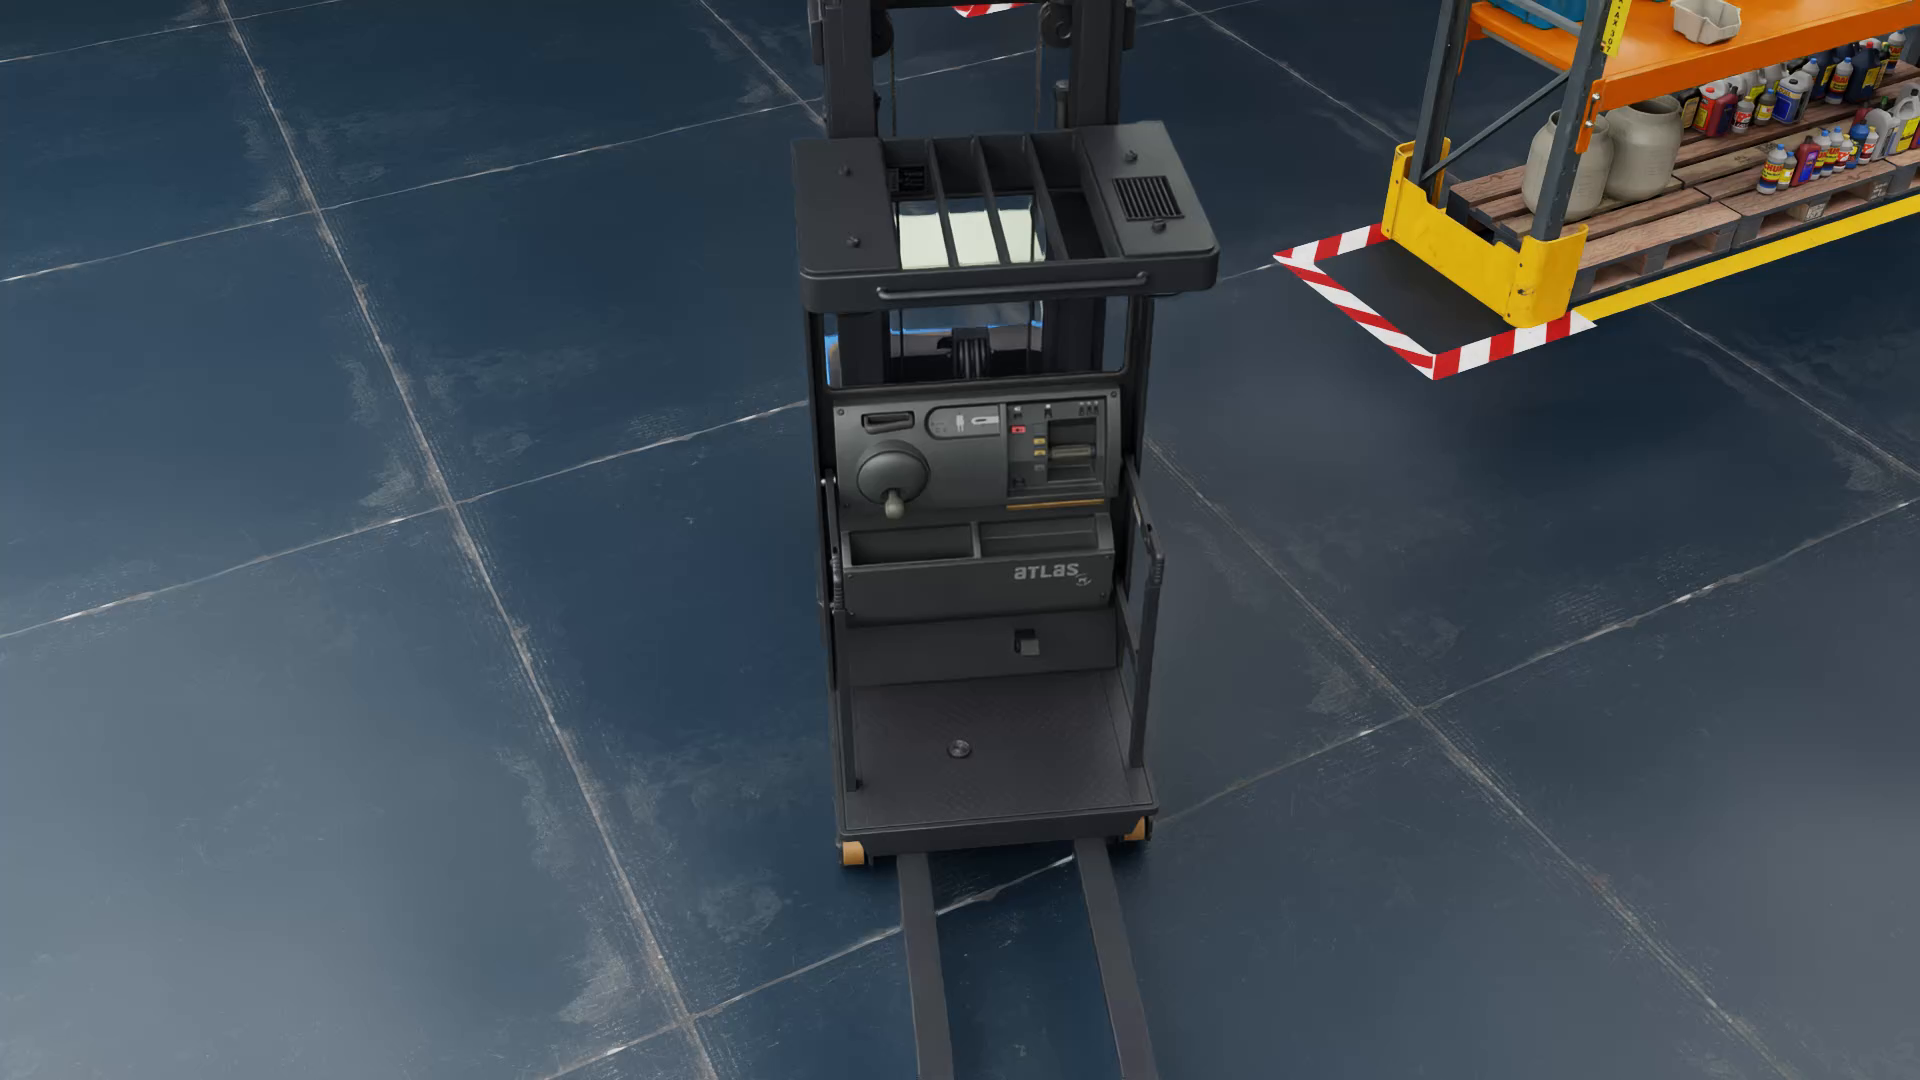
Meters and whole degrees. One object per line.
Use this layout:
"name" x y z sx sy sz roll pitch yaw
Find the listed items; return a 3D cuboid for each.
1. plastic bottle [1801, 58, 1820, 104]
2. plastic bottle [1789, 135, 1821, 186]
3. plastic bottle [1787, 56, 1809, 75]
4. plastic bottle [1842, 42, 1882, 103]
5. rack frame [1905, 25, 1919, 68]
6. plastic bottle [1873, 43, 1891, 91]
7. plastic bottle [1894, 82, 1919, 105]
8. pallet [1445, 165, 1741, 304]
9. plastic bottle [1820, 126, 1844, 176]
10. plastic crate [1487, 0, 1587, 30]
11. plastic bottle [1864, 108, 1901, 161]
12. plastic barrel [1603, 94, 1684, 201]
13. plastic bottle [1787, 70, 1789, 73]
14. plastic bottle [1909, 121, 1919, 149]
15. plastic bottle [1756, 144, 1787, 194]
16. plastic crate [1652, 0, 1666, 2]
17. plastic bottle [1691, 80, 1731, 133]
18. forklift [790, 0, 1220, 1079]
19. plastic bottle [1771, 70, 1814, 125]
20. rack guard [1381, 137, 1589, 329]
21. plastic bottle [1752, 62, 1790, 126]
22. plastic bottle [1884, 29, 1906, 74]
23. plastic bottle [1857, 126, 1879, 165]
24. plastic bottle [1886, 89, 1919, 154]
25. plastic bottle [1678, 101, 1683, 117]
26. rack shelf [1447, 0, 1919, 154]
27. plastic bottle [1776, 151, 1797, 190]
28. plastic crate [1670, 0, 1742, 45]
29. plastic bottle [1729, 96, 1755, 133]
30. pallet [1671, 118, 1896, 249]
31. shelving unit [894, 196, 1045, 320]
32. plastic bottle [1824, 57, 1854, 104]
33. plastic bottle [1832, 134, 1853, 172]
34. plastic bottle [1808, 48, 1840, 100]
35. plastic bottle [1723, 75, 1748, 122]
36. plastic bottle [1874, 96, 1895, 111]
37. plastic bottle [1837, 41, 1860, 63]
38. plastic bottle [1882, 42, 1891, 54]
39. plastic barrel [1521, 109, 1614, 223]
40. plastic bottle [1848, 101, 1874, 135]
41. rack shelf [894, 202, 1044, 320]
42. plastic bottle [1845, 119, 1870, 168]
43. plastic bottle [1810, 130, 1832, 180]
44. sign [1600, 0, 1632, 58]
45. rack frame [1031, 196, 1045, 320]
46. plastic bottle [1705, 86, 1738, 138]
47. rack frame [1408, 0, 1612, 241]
"plastic bottle" 5.063 -2.746 9.944 0.097 0.271 0.097 0 40 0
"plastic bottle" 4.665 -2.101 9.173 0.133 0.283 0.061 -18 43 -20
"plastic bottle" 5.011 -2.791 9.987 0.133 0.283 0.061 -17 43 -19
"plastic bottle" 5.411 -2.816 9.964 0.185 0.351 0.144 -19 44 -21
"rack frame" 6.252 -3.744 9.352 0.127 3.000 1.000 -19 44 -21
"plastic bottle" 5.542 -2.859 10.067 0.133 0.283 0.061 -19 44 -21
"plastic bottle" 5.553 -2.536 9.691 0.135 0.276 0.152 -19 44 -21
"pallet" 3.473 -1.775 9.184 1.213 0.211 1.003 -19 44 -21
"plastic bottle" 4.849 -2.172 9.265 0.097 0.271 0.097 0 40 0
"plastic crate" 3.010 -2.815 8.369 0.616 0.251 0.499 -19 44 -21
"plastic bottle" 5.211 -2.316 9.431 0.135 0.276 0.152 -18 43 -20
"plastic barrel" 3.697 -2.151 9.070 0.421 0.512 0.421 0 40 0
"plastic bottle" 4.915 -2.714 9.960 0.097 0.201 0.097 0 40 0
"plastic bottle" 5.518 -2.388 9.512 0.133 0.283 0.061 -16 43 -18
"plastic bottle" 4.456 -2.040 9.109 0.097 0.271 0.097 0 40 0
"plastic crate" 3.588 -3.005 8.594 0.408 0.251 0.499 -19 44 -21
"plastic bottle" 4.367 -2.538 9.694 0.135 0.276 0.152 -18 44 -20
"forklift" 0.087 -0.206 5.225 1.130 2.935 3.031 -4 40 -5
"plastic bottle" 4.890 -2.609 9.778 0.135 0.276 0.152 -19 44 -21
"rack guard" 2.750 -1.646 8.808 0.348 0.500 1.175 -19 44 -21
"plastic bottle" 4.779 -2.673 9.796 0.284 0.351 0.242 -19 44 -21
"plastic bottle" 5.767 -3.027 10.276 0.097 0.271 0.097 0 40 0
"plastic bottle" 5.119 -2.236 9.395 0.097 0.201 0.097 0 40 0
"plastic bottle" 5.357 -2.390 9.462 0.185 0.351 0.144 -19 44 -21
"plastic bottle" 4.130 -2.450 9.648 0.097 0.201 0.097 0 40 0
"rack shelf" 4.478 -2.873 8.879 4.000 0.370 1.077 -19 44 -21
"plastic bottle" 4.548 -2.044 9.168 0.097 0.201 0.097 0 40 0
"plastic crate" 3.646 -2.533 8.125 0.250 0.136 0.298 -19 44 -21
"plastic bottle" 4.564 -2.485 9.689 0.097 0.201 0.097 0 40 0
"pallet" 4.553 -2.137 9.611 1.213 0.211 1.003 -19 44 -21
"shelving unit" -0.037 -0.796 7.029 0.755 1.500 0.431 -4 40 -5
"plastic bottle" 5.271 -2.755 9.955 0.097 0.271 0.097 0 40 0
"plastic bottle" 4.937 -2.175 9.323 0.097 0.201 0.097 0 40 0
"plastic bottle" 5.177 -2.842 9.995 0.185 0.351 0.144 -20 44 -22
"plastic bottle" 4.490 -2.579 9.743 0.135 0.276 0.152 -20 44 -22
"plastic bottle" 5.287 -2.416 9.544 0.133 0.283 0.061 -19 44 -21
"plastic bottle" 5.344 -2.898 10.062 0.185 0.351 0.144 -17 43 -20
"plastic bottle" 5.676 -2.970 10.262 0.097 0.201 0.097 0 40 0
"plastic barrel" 3.252 -2.002 8.894 0.421 0.512 0.421 0 40 0
"plastic bottle" 5.161 -2.379 9.501 0.133 0.283 0.061 -19 44 -21
"rack shelf" -0.037 -1.094 6.777 0.720 0.370 0.431 -4 40 -5
"plastic bottle" 5.028 -2.232 9.337 0.097 0.271 0.097 0 40 0
"plastic bottle" 4.760 -2.142 9.230 0.097 0.271 0.097 0 40 0
"sign" 2.954 -2.340 7.478 0.005 0.325 0.100 -19 44 -21
"rack frame" 0.327 -0.822 7.060 0.023 1.500 0.400 -4 40 -5
"plastic bottle" 4.416 -2.480 9.620 0.133 0.283 0.061 -19 44 -21
"rack frame" 2.704 -2.551 7.942 0.127 3.000 1.000 -19 44 -21
